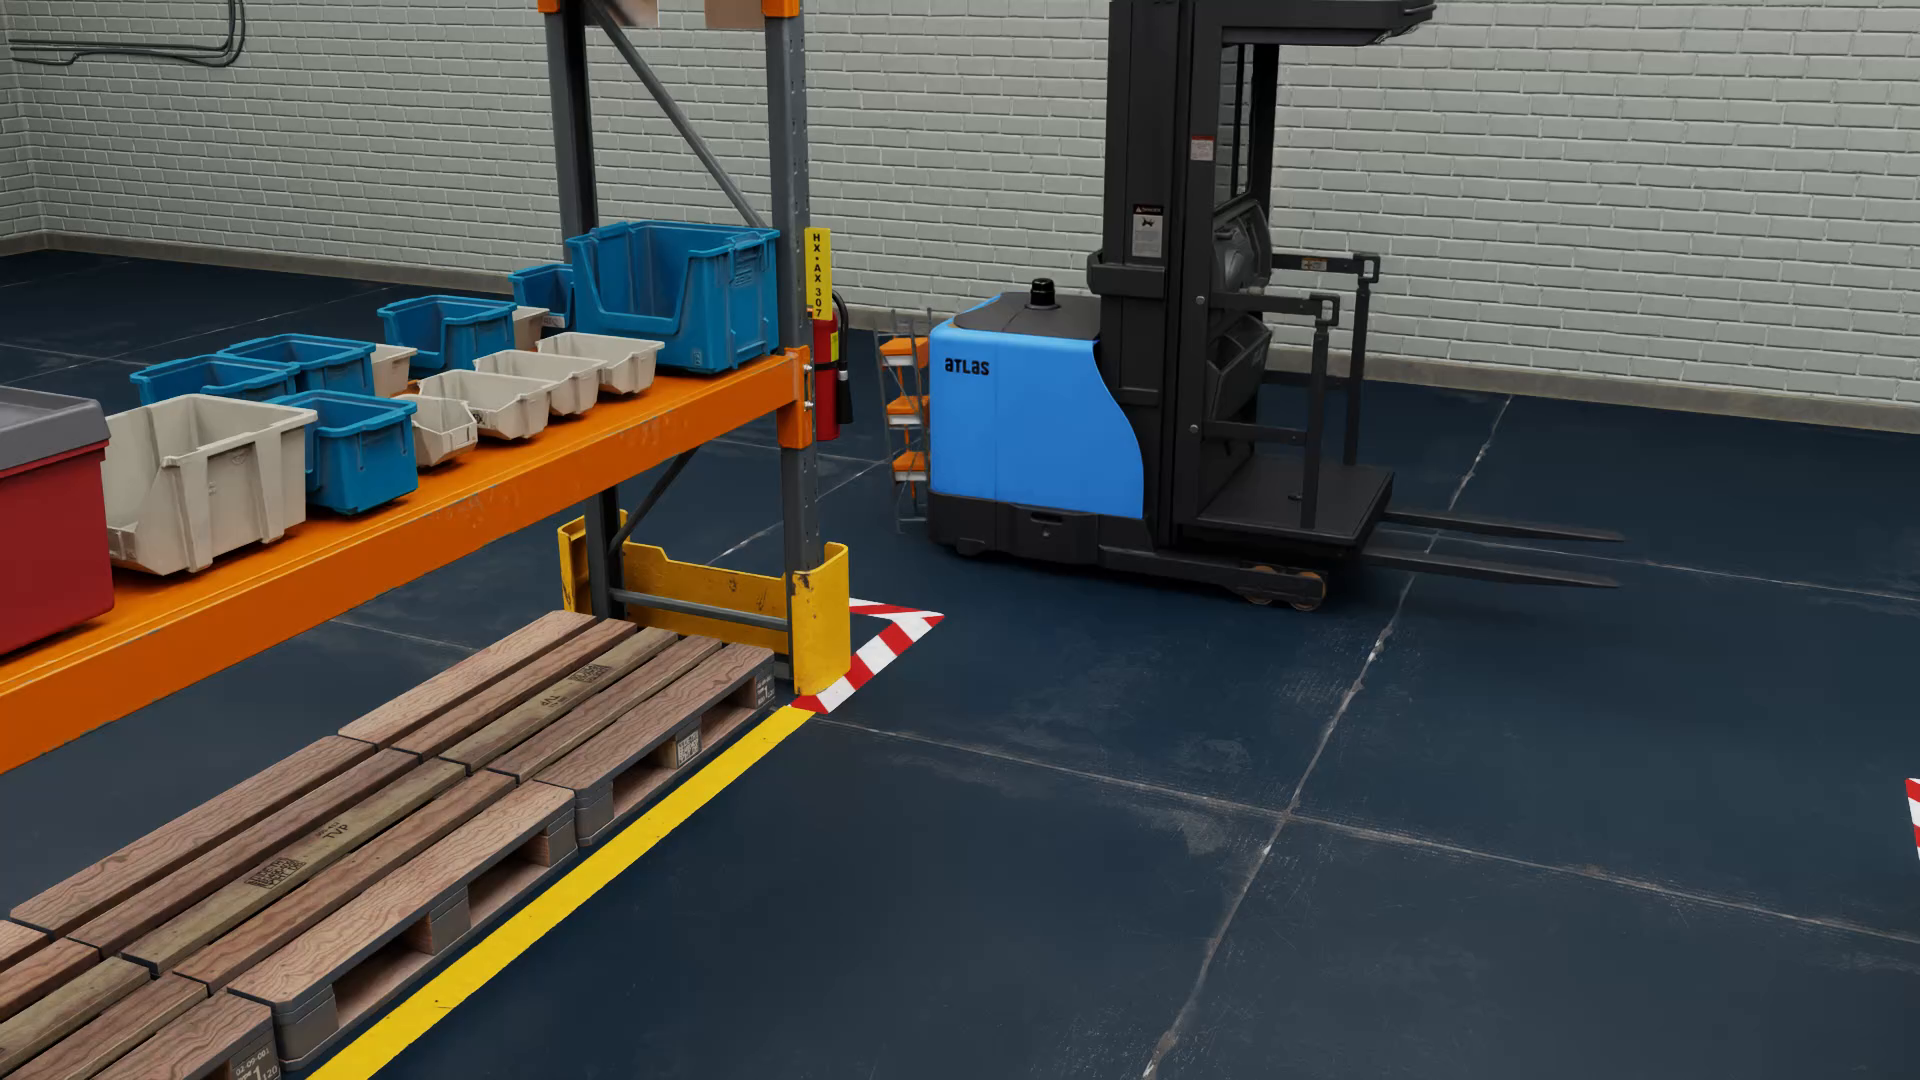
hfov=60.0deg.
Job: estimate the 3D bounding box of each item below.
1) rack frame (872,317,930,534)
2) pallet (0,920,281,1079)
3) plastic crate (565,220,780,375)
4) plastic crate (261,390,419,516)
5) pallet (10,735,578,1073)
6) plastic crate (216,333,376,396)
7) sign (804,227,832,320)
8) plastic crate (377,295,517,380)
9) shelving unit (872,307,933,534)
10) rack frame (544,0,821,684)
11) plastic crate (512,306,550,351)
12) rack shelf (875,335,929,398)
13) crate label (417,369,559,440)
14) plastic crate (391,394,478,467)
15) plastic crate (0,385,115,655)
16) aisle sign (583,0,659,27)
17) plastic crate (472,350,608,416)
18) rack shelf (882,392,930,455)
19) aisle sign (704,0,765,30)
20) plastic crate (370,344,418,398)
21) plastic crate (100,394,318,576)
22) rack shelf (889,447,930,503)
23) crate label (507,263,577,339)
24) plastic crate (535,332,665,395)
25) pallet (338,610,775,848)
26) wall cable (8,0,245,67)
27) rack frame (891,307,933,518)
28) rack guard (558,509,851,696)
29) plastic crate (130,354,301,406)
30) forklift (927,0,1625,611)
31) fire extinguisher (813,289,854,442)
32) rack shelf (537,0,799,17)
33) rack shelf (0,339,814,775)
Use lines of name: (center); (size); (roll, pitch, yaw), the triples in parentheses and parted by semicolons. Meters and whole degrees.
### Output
rack frame: (-0.261, -0.528, 7.857); (0.200, 1.050, 0.008); (1, 19, 20)
pallet: (-2.383, 1.368, 3.806); (1.003, 0.211, 1.213); (9, 21, 23)
plastic crate: (-0.978, -0.855, 5.754); (0.616, 0.435, 0.499); (9, 21, 23)
plastic crate: (-1.618, -0.225, 4.284); (0.416, 0.233, 0.300); (9, 21, 23)
pallet: (-1.885, 0.994, 4.859); (1.003, 0.211, 1.213); (9, 21, 23)
plastic crate: (-1.951, -0.455, 4.931); (0.416, 0.233, 0.300); (9, 21, 23)
sign: (-0.502, -0.945, 5.905); (0.100, 0.325, 0.005); (9, 21, 23)
plastic crate: (-1.682, -0.656, 5.497); (0.416, 0.233, 0.300); (9, 21, 23)
shelving unit: (-0.221, -0.566, 7.966); (0.215, 1.050, 0.252); (1, 19, 20)
rack frame: (-1.011, -0.938, 6.130); (1.000, 3.000, 0.127); (9, 21, 23)
plastic crate: (-1.619, -0.725, 5.835); (0.250, 0.136, 0.298); (9, 21, 23)
rack shelf: (-0.248, -0.826, 7.884); (0.215, 0.259, 0.240); (1, 19, 20)
crate label: (-1.403, -0.393, 4.901); (0.396, 0.136, 0.243); (9, 21, 23)
plastic crate: (-1.507, -0.300, 4.640); (0.298, 0.136, 0.250); (9, 21, 23)
plastic crate: (-2.054, -0.012, 3.342); (0.402, 0.464, 0.583); (9, 21, 23)
aisle sign: (-1.252, -2.226, 5.871); (0.394, 0.787, 0.004); (9, 21, 23)
plastic crate: (-1.311, -0.481, 5.150); (0.396, 0.136, 0.243); (9, 21, 23)
rack shelf: (-0.220, -0.556, 7.969); (0.215, 0.259, 0.240); (1, 19, 20)
aisle sign: (-0.714, -2.145, 5.644); (0.394, 0.787, 0.004); (9, 21, 23)
plastic crate: (-1.897, -0.518, 5.252); (0.250, 0.136, 0.298); (9, 21, 23)
plastic crate: (-1.855, -0.129, 3.943); (0.437, 0.282, 0.530); (9, 21, 23)
rack shelf: (-0.192, -0.293, 8.052); (0.215, 0.259, 0.240); (1, 19, 20)
crate label: (-1.412, -0.857, 6.063); (0.416, 0.233, 0.303); (9, 21, 23)
plastic crate: (-1.180, -0.568, 5.394); (0.396, 0.136, 0.243); (9, 21, 23)
pallet: (-1.384, 0.622, 5.904); (1.003, 0.211, 1.213); (9, 21, 23)
wall cable: (-7.407, -5.341, 14.192); (3.097, 2.526, 0.112); (9, 21, 23)
rack frame: (-0.181, -0.605, 8.074); (0.200, 1.050, 0.008); (1, 19, 20)
rack guard: (-1.013, 0.230, 6.575); (1.175, 0.500, 0.348); (9, 21, 23)
plastic crate: (-2.074, -0.363, 4.673); (0.416, 0.233, 0.300); (9, 21, 23)
forklift: (1.414, -1.279, 7.191); (3.031, 2.935, 1.130); (8, 21, 21)
fire extinguisher: (-0.534, -0.710, 6.160); (0.296, 0.674, 0.183); (9, 21, 23)
rack shelf: (-1.830, -1.401, 4.029); (1.077, 0.370, 4.000); (9, 21, 23)
rack shelf: (-1.830, 0.012, 4.532); (1.077, 0.370, 4.000); (9, 21, 23)
